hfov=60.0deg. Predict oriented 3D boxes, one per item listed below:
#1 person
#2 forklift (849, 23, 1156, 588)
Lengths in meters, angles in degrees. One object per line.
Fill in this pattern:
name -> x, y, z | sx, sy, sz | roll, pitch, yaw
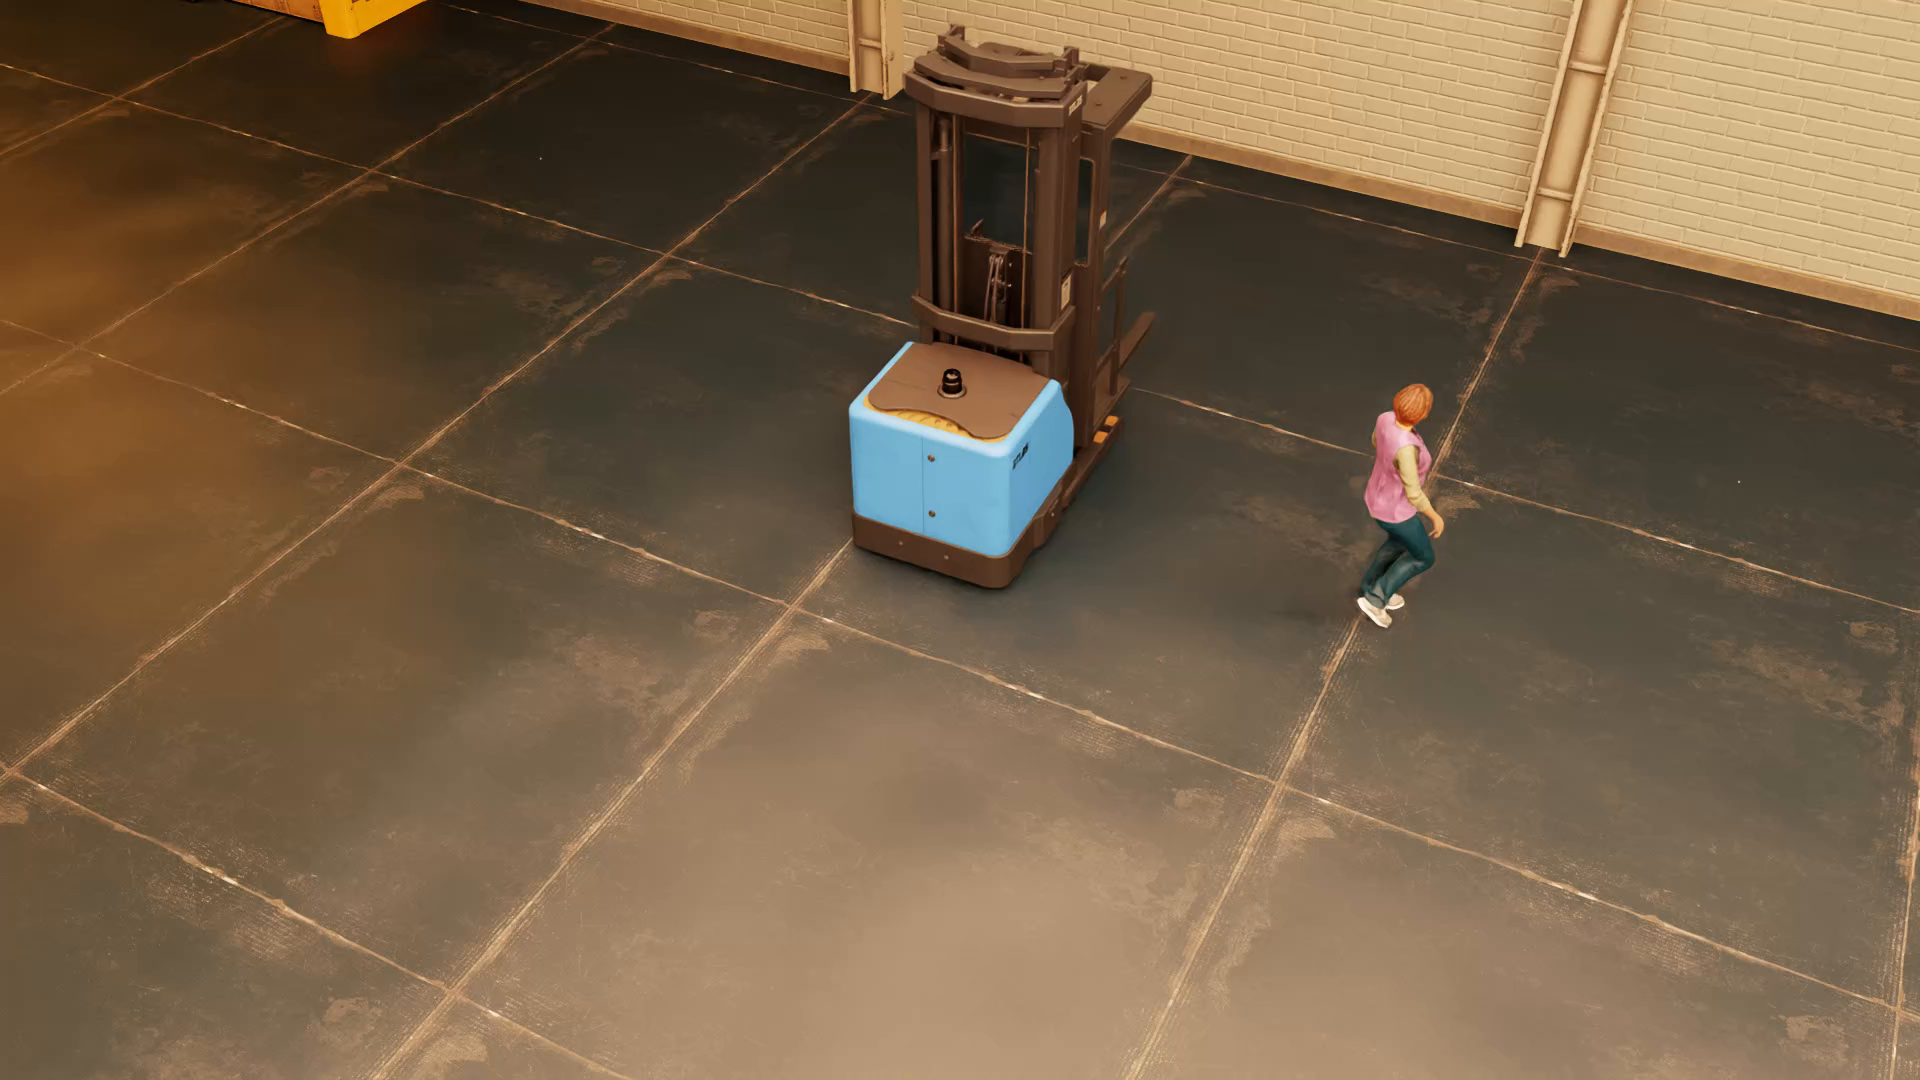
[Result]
person -> 2.469, -0.220, 9.310 | 0.411, 1.573, 0.669 | 0, 40, 0
forklift -> 0.437, -1.782, 10.103 | 1.130, 2.935, 3.031 | 17, 43, 19
